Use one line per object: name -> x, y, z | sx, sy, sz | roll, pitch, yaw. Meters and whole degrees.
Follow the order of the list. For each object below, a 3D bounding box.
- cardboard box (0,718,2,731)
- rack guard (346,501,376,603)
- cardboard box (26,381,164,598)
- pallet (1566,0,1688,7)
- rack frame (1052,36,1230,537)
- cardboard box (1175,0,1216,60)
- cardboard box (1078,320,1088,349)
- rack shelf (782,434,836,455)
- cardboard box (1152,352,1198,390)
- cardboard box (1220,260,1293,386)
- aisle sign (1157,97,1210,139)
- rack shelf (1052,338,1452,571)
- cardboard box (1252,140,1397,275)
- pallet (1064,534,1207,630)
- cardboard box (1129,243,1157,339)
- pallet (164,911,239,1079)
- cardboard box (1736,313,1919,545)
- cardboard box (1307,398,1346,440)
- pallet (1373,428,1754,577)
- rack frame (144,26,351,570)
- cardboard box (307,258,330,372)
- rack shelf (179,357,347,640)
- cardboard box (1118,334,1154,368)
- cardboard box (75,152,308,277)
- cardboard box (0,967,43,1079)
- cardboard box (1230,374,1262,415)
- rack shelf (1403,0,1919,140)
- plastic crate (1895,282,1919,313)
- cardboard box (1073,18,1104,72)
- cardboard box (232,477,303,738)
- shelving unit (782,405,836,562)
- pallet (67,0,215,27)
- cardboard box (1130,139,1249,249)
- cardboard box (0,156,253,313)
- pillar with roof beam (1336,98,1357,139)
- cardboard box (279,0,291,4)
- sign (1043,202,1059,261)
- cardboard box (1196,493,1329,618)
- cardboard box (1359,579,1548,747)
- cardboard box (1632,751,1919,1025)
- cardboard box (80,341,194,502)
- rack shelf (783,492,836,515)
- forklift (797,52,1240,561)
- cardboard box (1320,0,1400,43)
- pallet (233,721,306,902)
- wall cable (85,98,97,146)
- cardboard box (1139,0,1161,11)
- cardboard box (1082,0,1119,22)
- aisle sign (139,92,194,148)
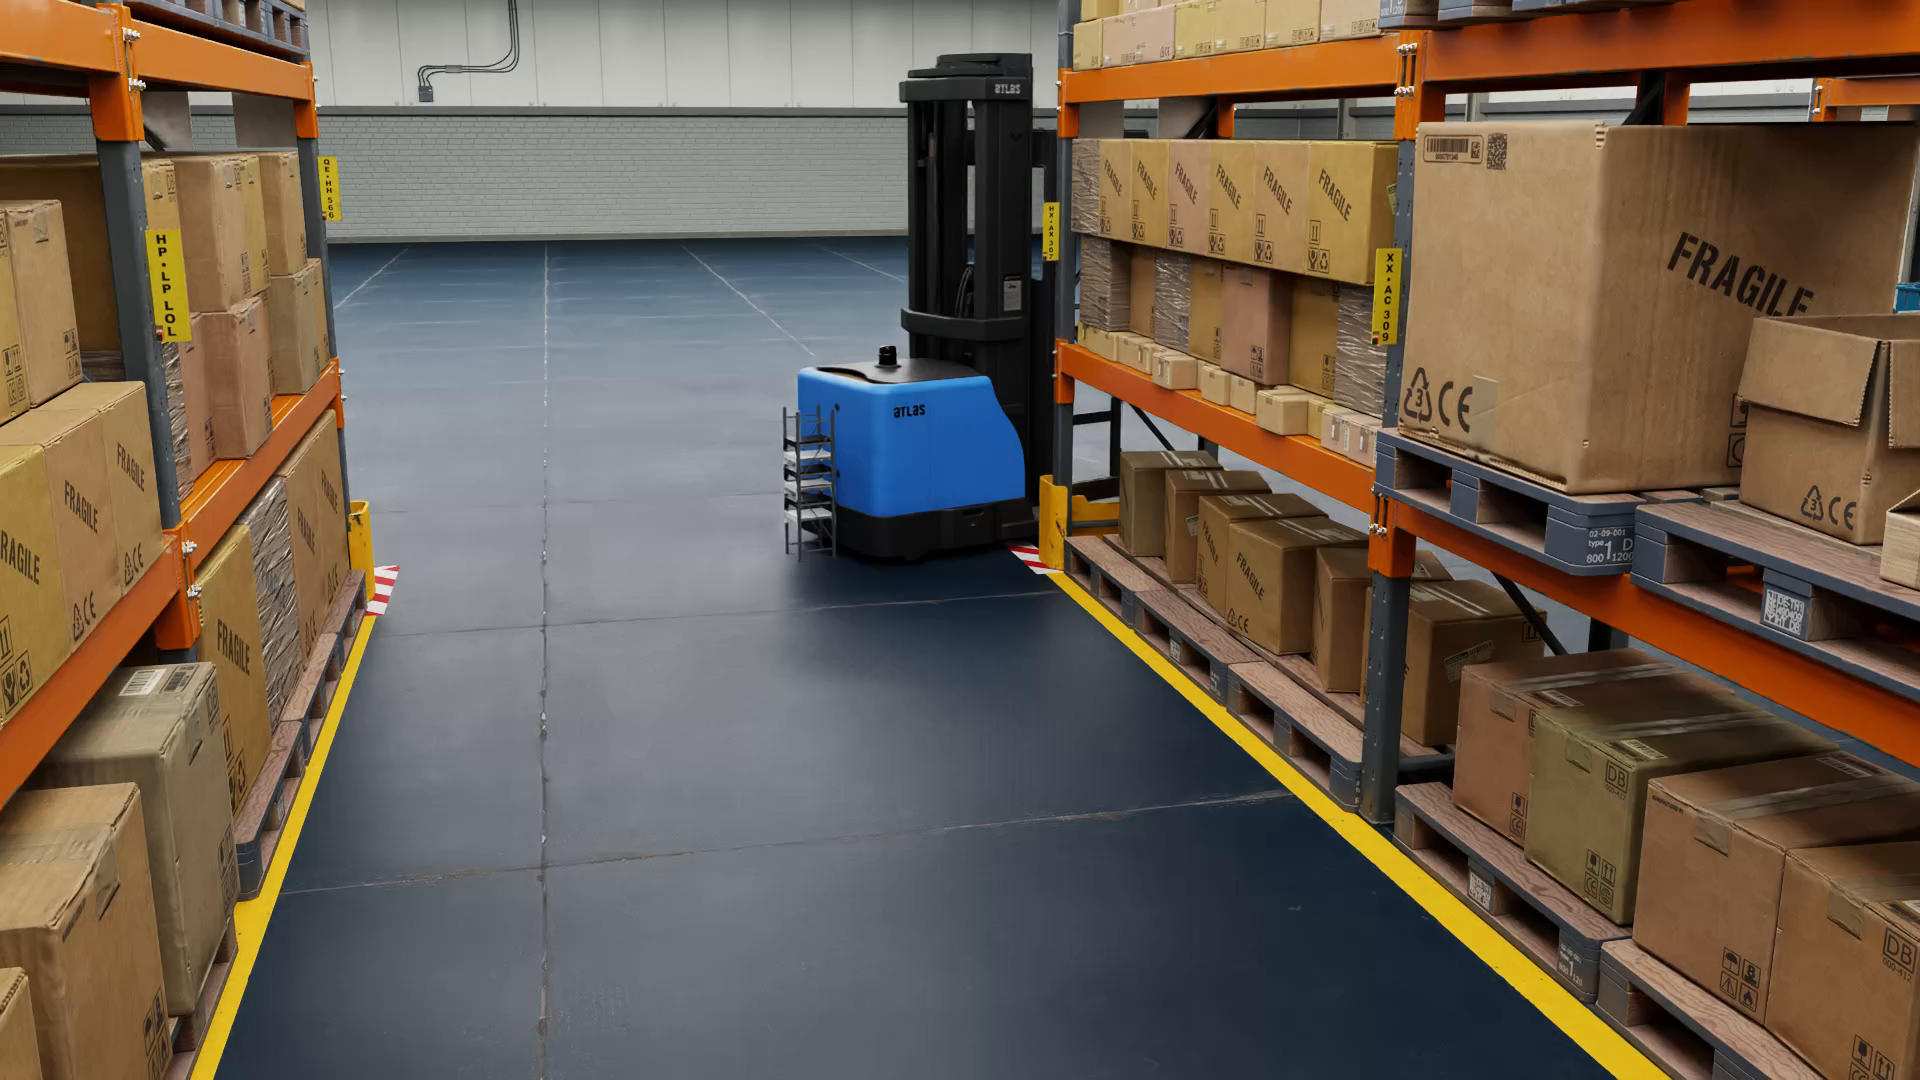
cardboard box -> -2.115, 0.217, 3.009 | 0.500, 0.500, 0.500 | -3, 14, -14
rack guard -> -3.802, 0.096, 8.982 | 1.175, 0.500, 0.348 | -3, 14, -13
cardboard box -> -2.474, -0.133, 4.442 | 0.500, 0.500, 0.500 | -3, 14, -14
pallet -> 2.276, -1.422, 4.002 | 1.213, 0.211, 1.003 | -3, 14, -13
rack frame -> 1.049, -1.366, 9.699 | 1.000, 3.000, 0.127 | -3, 14, -13
cardboard box -> 1.278, -2.272, 7.402 | 0.500, 0.250, 0.500 | -3, 14, -12
cardboard box -> 0.884, -1.165, 9.405 | 0.380, 0.149, 0.250 | -3, 14, -13
rack shelf -> -0.896, -0.569, 9.858 | 0.258, 0.077, 0.200 | -7, 15, -27
cardboard box -> 1.142, -0.814, 7.966 | 0.380, 0.149, 0.250 | -3, 14, -13
cardboard box -> 1.644, -0.971, 7.243 | 0.875, 0.500, 0.500 | -3, 14, -13
aisle sign -> 1.326, -2.660, 9.517 | 0.394, 0.787, 0.004 | -3, 14, -13
rack shelf -> 1.519, -0.555, 7.895 | 1.077, 0.370, 4.000 | -3, 14, -13
cardboard box -> 1.496, -1.326, 6.590 | 0.500, 0.500, 0.500 | -3, 14, -13
pallet -> 1.223, 0.195, 9.183 | 1.003, 0.211, 1.213 | -3, 14, -13
cardboard box -> 1.385, -1.322, 8.681 | 0.875, 0.500, 0.500 | -3, 14, -13
pallet -> -2.602, 1.338, 4.505 | 1.003, 0.211, 1.213 | -3, 14, -13
cardboard box -> 2.485, -0.303, 4.244 | 0.797, 0.503, 0.637 | -2, 14, -7
cardboard box -> 1.602, -0.474, 6.575 | 0.380, 0.149, 0.250 | -3, 14, -13
pallet -> 2.026, -0.166, 5.189 | 1.003, 0.211, 1.213 | -3, 14, -13
rack frame -> -3.796, -1.113, 8.662 | 1.000, 3.000, 0.127 | -3, 14, -13
cardboard box -> -3.665, -1.103, 8.305 | 0.875, 0.550, 0.550 | -3, 14, -13
rack shelf -> -3.326, -0.302, 6.859 | 1.077, 0.370, 4.000 | -3, 14, -13
cardboard box -> 1.047, -0.991, 8.694 | 0.380, 0.149, 0.250 | -3, 14, -13
cardboard box -> -3.528, -1.501, 7.659 | 0.875, 0.550, 0.550 | -3, 14, -13
cardboard box -> -2.181, 1.274, 2.746 | 1.050, 0.750, 0.750 | -3, 14, -12
cardboard box -> 1.407, -0.646, 7.279 | 0.380, 0.149, 0.250 | -3, 14, -13
rack shelf -> 2.458, -1.090, 3.762 | 1.077, 0.370, 4.000 | -3, 14, -13
plastic crate -> 6.272, -1.471, 10.442 | 0.499, 0.251, 0.616 | -3, 14, -13
cardboard box -> 0.911, -2.625, 8.847 | 0.500, 0.250, 0.500 | -3, 14, -12
cardboard box -> -3.152, 0.281, 6.548 | 0.875, 0.875, 0.875 | -3, 14, -13
shelving unit -> -0.897, -0.339, 9.913 | 0.258, 0.900, 0.210 | -7, 15, -27
pallet -> -3.039, -1.794, 5.315 | 1.003, 0.211, 1.213 | -3, 14, -13
cardboard box -> 1.143, -1.672, 8.006 | 0.500, 0.500, 0.500 | -3, 14, -13
cardboard box -> -3.145, -1.127, 6.130 | 0.875, 0.550, 0.550 | -3, 14, -13
pillar with roof beam -> 5.268, -11.676, 39.259 | 9.100, 9.000, 0.400 | -3, 14, -13
cardboard box -> -3.269, -2.525, 7.557 | 0.380, 0.149, 0.250 | -3, 14, -12
sign -> 0.521, -1.756, 9.472 | 0.100, 0.325, 0.005 | -3, 14, -13
cardboard box -> 1.482, 0.071, 8.200 | 0.500, 0.500, 0.500 | -2, 14, -8
cardboard box -> 1.933, 0.472, 6.555 | 0.500, 0.500, 0.500 | -4, 14, -15
cardboard box -> 2.337, 0.940, 4.598 | 0.700, 0.500, 0.500 | -5, 14, -18
cardboard box -> -2.955, -0.348, 5.213 | 0.875, 0.550, 0.550 | -3, 14, -13
rack shelf -> -0.898, -0.219, 9.941 | 0.258, 0.077, 0.200 | -7, 15, -27
forklift -> 0.487, -1.546, 10.580 | 3.031, 2.935, 1.130 | -9, 16, -33
cardboard box -> 1.627, -1.918, 5.954 | 0.500, 0.250, 0.500 | -3, 14, -11
pallet -> -2.959, 0.985, 5.952 | 1.003, 0.211, 1.213 | -3, 14, -13
wall cable -> -20.573, -9.405, 36.506 | 3.097, 2.526, 0.112 | -3, 14, -13
cardboard box -> 1.082, -2.628, 8.019 | 0.380, 0.149, 0.250 | -3, 14, -13
cardboard box -> 0.856, -2.803, 8.733 | 0.380, 0.149, 0.250 | -3, 14, -12
aisle sign -> -4.104, -2.375, 8.352 | 0.394, 0.787, 0.004 | -3, 14, -13
